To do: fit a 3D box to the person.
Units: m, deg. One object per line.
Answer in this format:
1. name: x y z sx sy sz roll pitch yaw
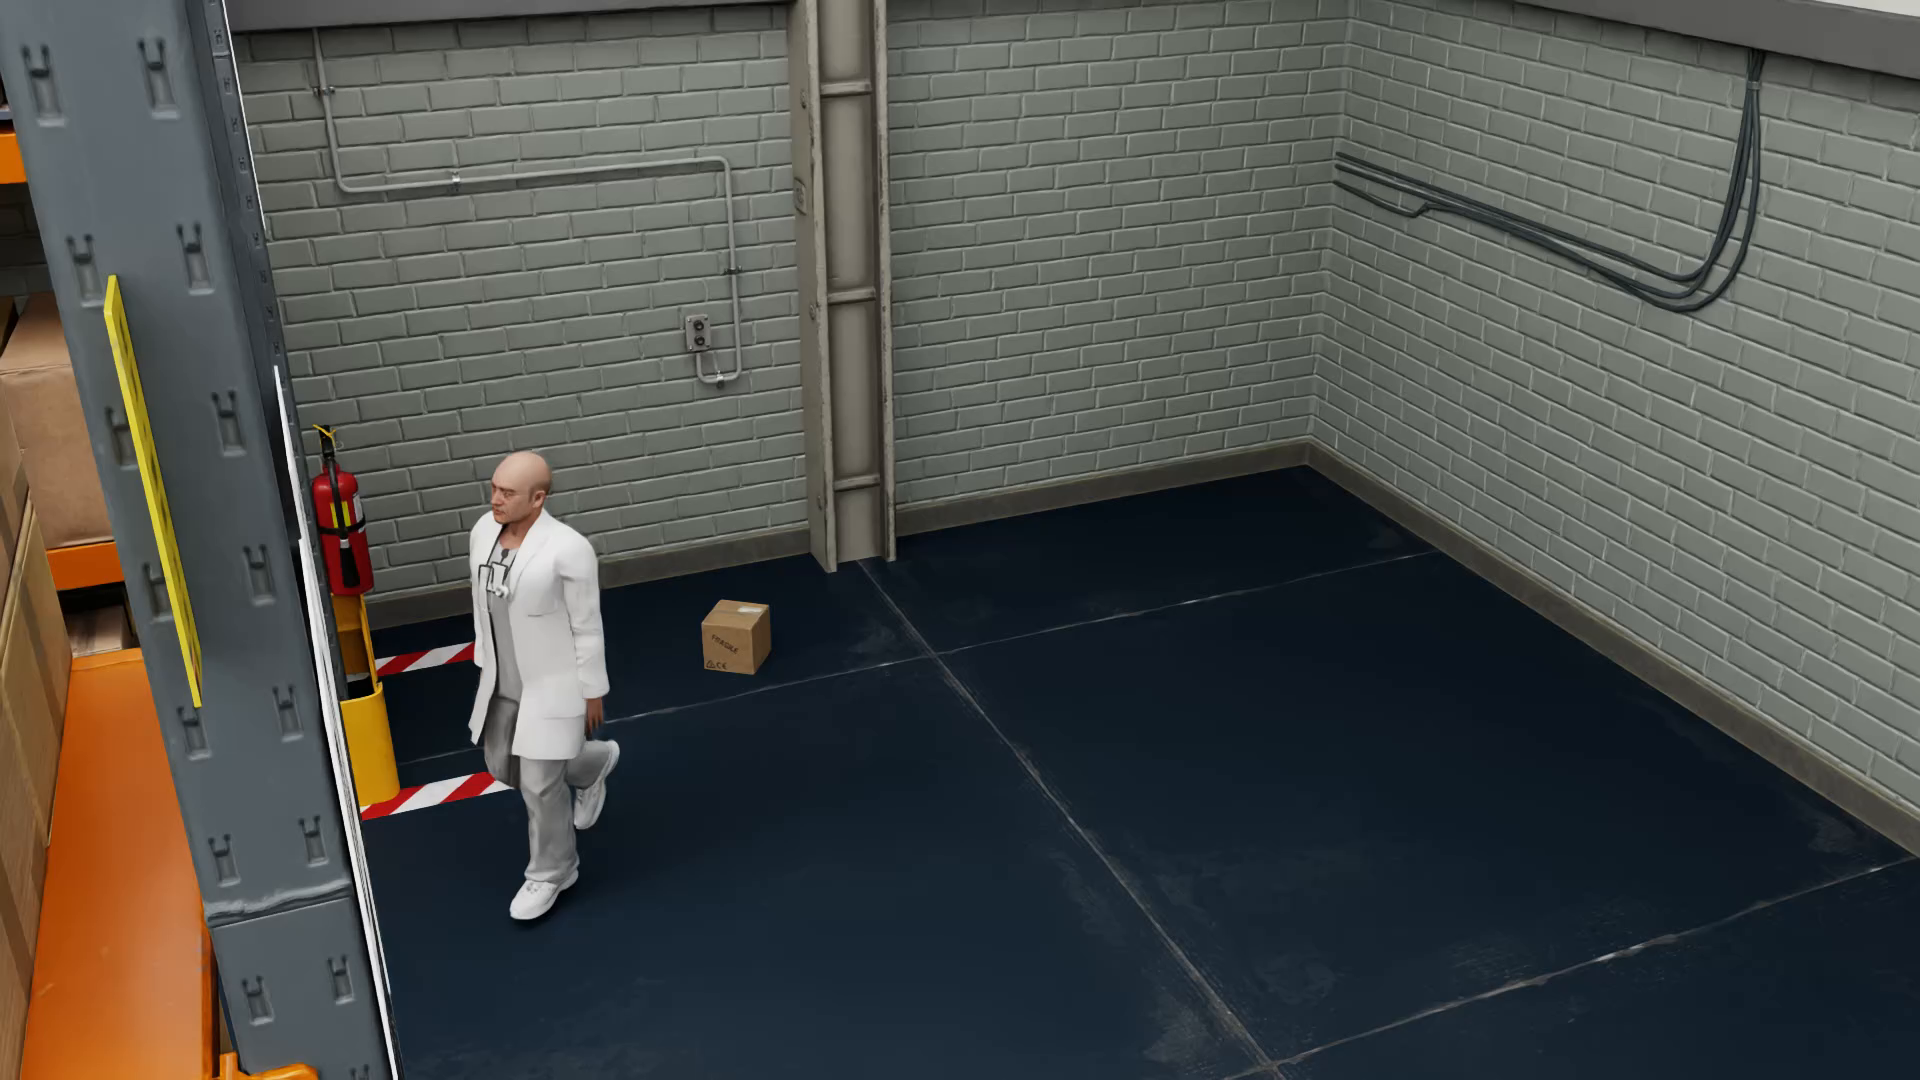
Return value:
1. person: -1.506 0.480 6.081 0.580 1.756 0.765 14 29 26
